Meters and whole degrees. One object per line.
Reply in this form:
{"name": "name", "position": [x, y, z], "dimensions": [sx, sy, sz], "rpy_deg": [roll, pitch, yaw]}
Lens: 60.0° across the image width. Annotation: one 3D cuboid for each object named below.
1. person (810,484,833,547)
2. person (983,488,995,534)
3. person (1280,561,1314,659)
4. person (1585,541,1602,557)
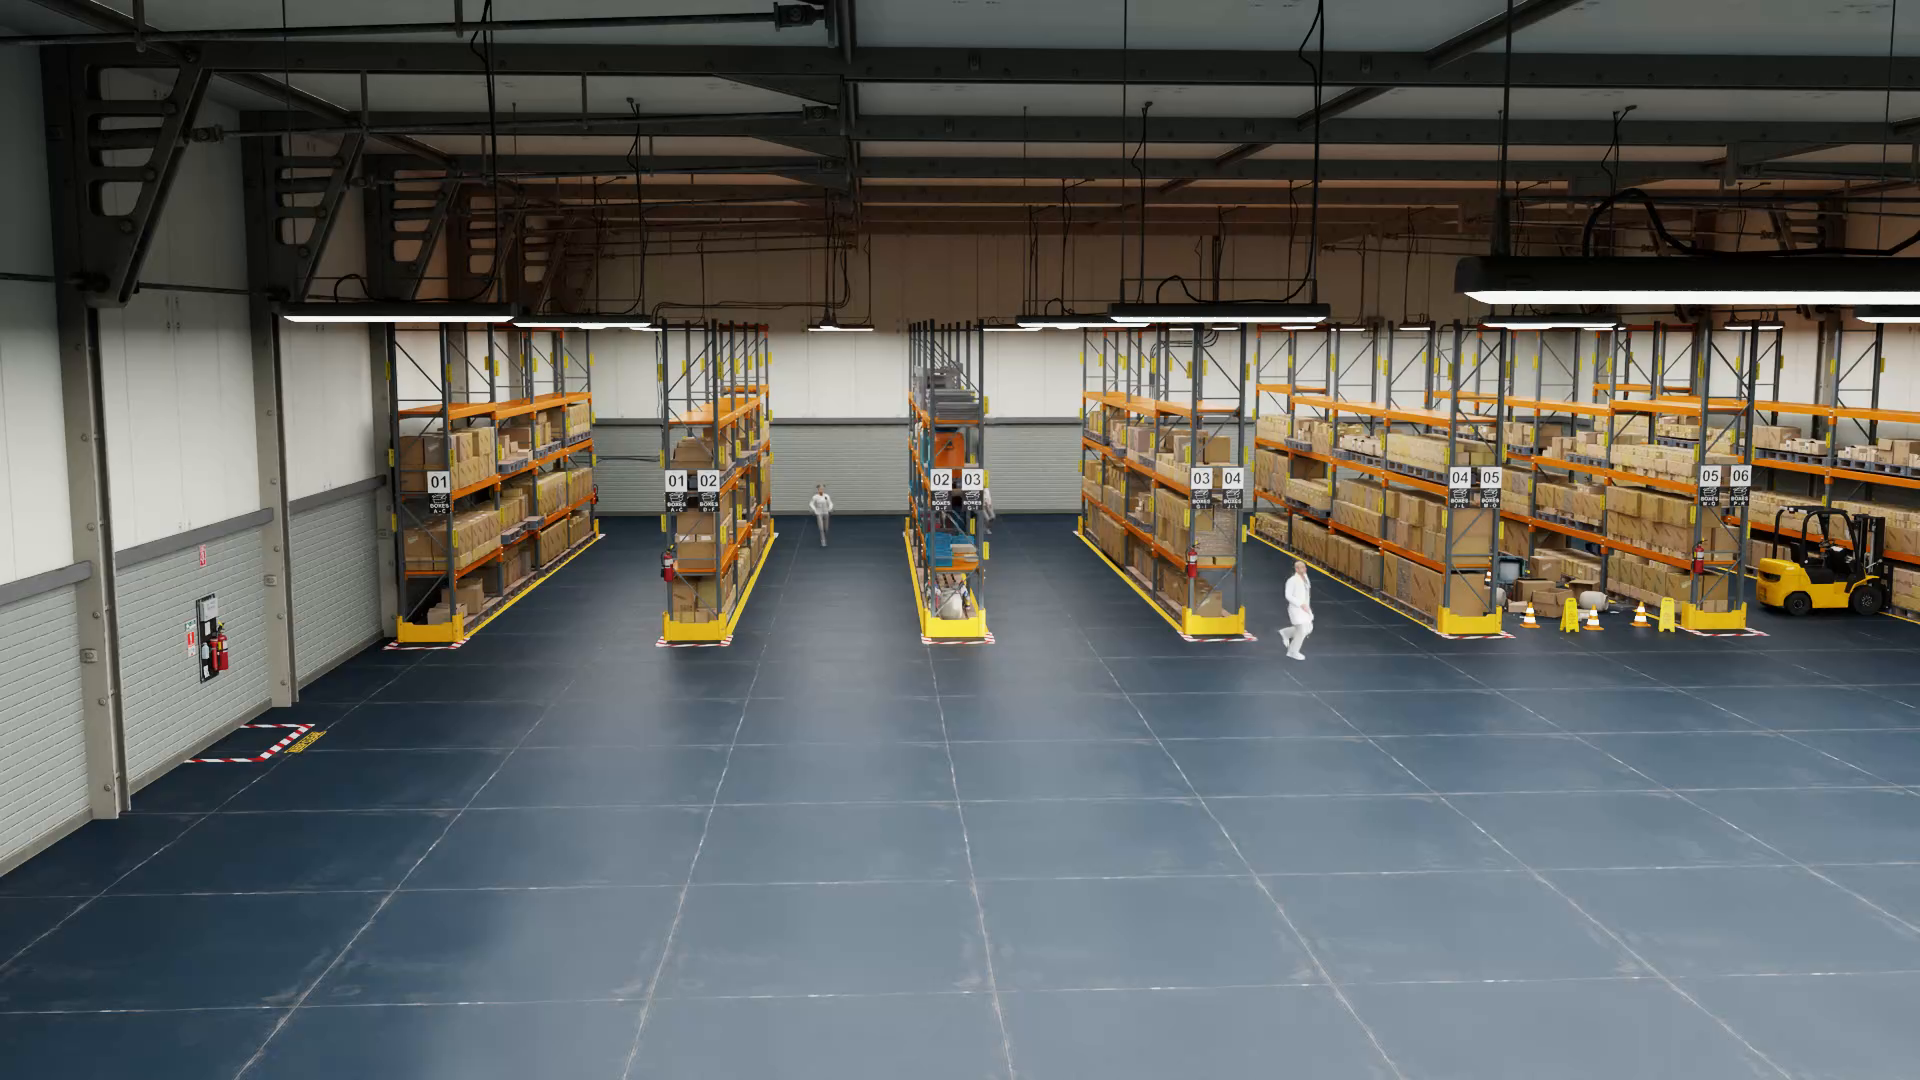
{"name": "person", "position": [-3.759, -0.687, 45.179], "dimensions": [0.630, 1.675, 0.783], "rpy_deg": [-2, 7, -14]}
{"name": "person", "position": [0.671, -1.011, 47.830], "dimensions": [0.722, 1.706, 0.536], "rpy_deg": [-5, 9, -37]}
{"name": "person", "position": [5.979, 1.232, 29.506], "dimensions": [0.706, 1.749, 0.731], "rpy_deg": [7, 10, 43]}
{"name": "person", "position": [15.669, -0.137, 40.905], "dimensions": [0.579, 1.629, 0.643], "rpy_deg": [0, 7, -3]}
